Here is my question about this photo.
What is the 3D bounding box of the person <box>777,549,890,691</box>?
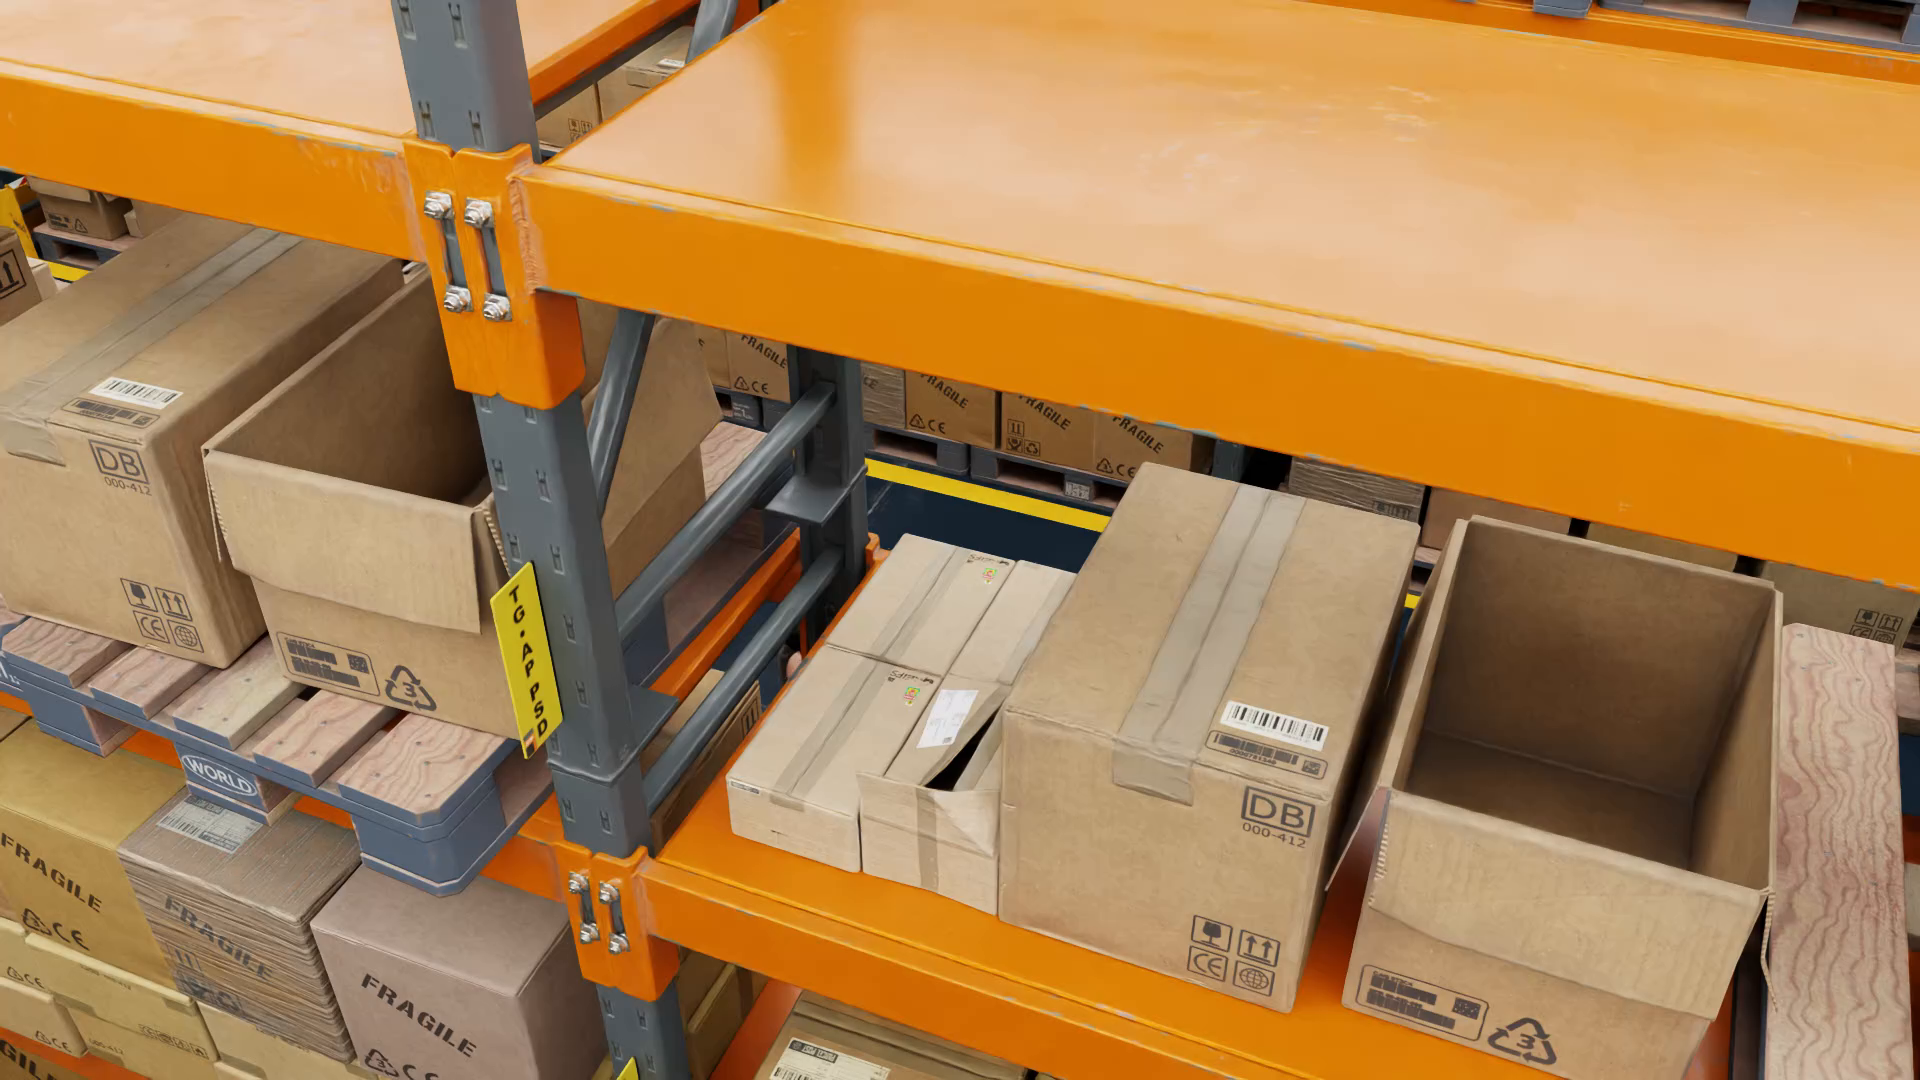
[{"bbox_3d":[-0.422,0.596,6.601,0.498,1.063,0.950,12,39,16],"label":"person"}]
